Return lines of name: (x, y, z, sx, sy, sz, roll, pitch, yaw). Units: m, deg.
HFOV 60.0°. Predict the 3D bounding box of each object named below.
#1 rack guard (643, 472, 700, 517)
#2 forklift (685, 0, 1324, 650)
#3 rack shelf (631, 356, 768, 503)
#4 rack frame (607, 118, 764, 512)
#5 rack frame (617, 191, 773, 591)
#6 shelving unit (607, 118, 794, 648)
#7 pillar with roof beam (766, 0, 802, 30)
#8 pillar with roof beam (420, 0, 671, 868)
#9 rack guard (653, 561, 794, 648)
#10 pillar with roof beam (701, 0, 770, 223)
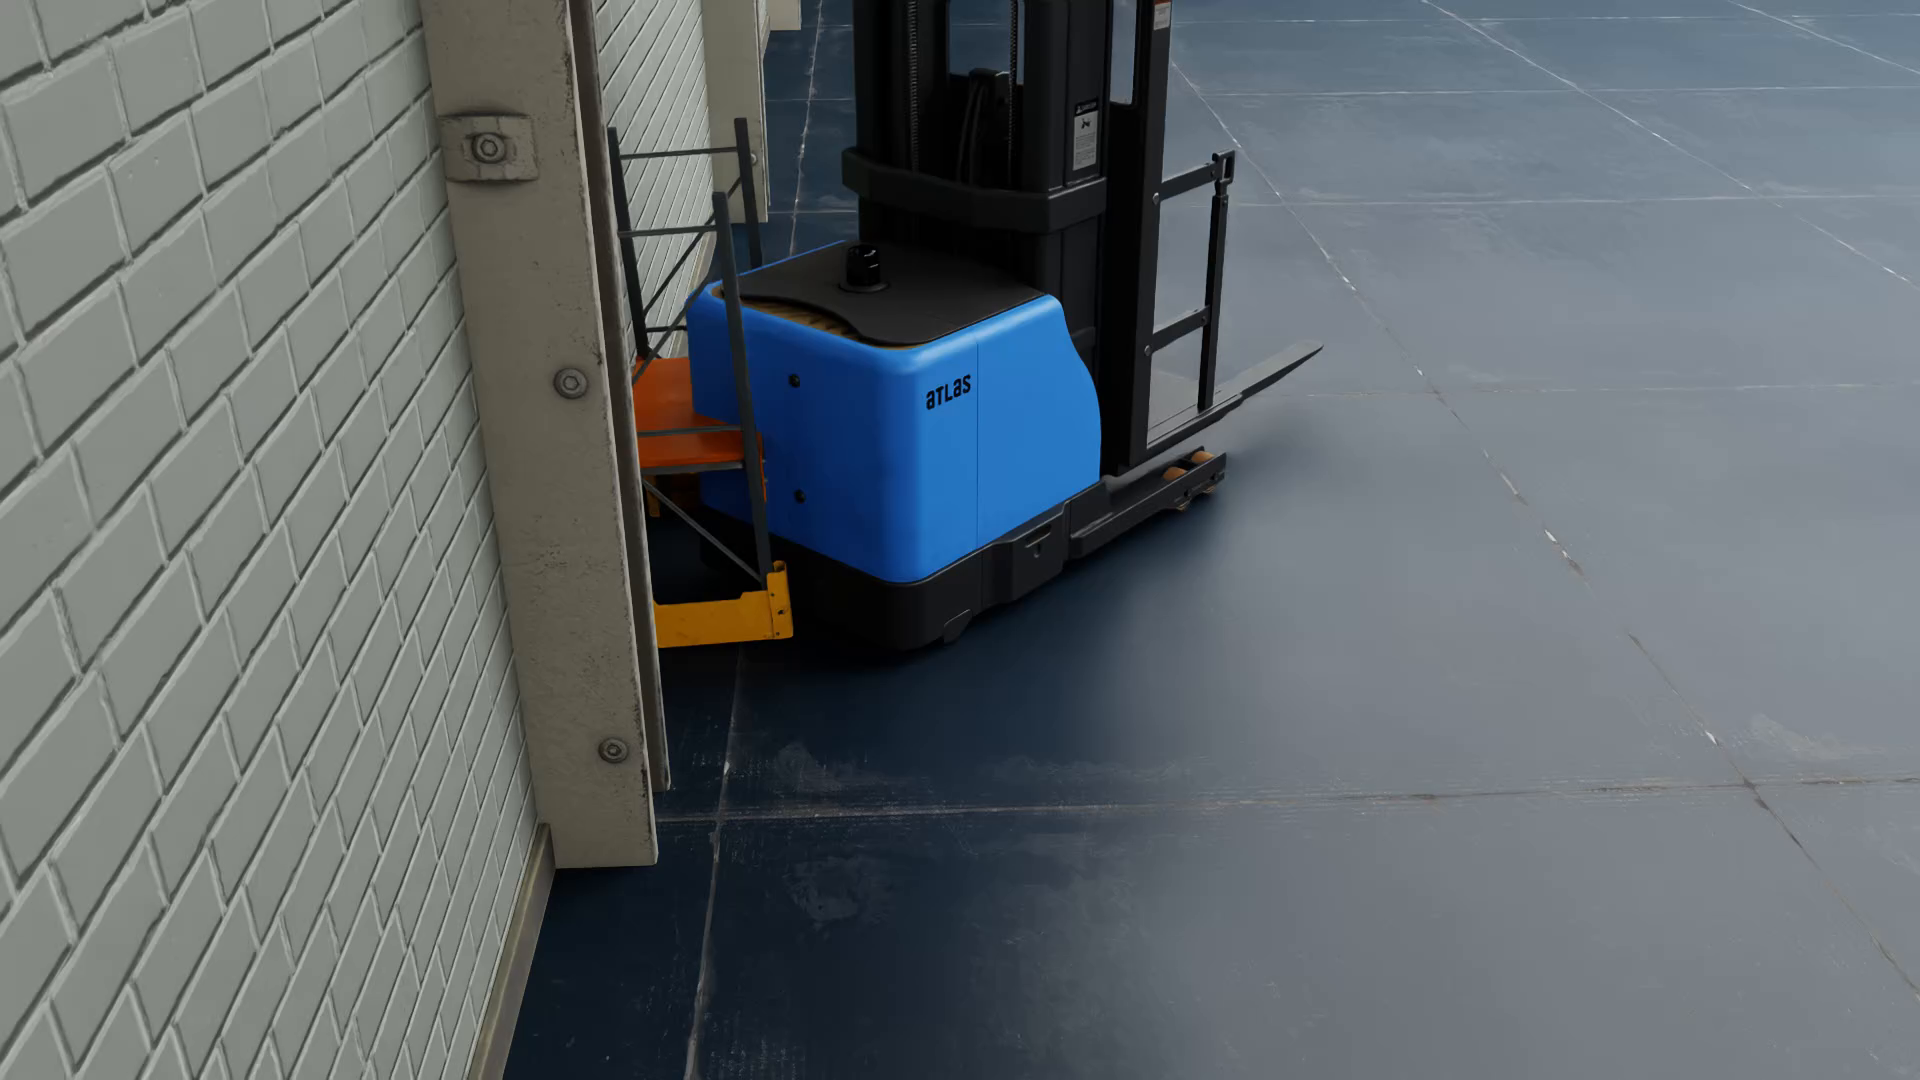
rack guard: (-0.916, -0.220, 6.415, 0.587, 0.250, 0.087, -4, 26, -1)
forklift: (0.403, -1.549, 6.051, 1.130, 2.935, 3.031, 21, 34, 35)
rack shelf: (-0.914, -0.402, 5.779, 0.538, 0.185, 1.000, -4, 26, -1)
rack frame: (-0.954, -0.788, 6.154, 0.500, 1.500, 0.032, -4, 26, -1)
rack frame: (-0.896, -0.338, 5.244, 0.500, 1.500, 0.032, -4, 26, -1)
shelving unit: (-0.924, -0.559, 5.691, 0.587, 1.500, 1.083, -4, 26, -1)
pillar with roof beam: (2.677, -8.835, 13.459, 9.100, 9.000, 0.400, -1, 28, -3)
pillar with roof beam: (3.303, -3.294, 2.834, 9.100, 9.000, 0.400, -1, 28, -3)
rack guard: (-0.859, 0.220, 5.523, 0.587, 0.250, 0.087, -4, 26, -1)
pillar with roof beam: (2.990, -6.065, 8.147, 9.100, 9.000, 0.400, -1, 28, -3)
